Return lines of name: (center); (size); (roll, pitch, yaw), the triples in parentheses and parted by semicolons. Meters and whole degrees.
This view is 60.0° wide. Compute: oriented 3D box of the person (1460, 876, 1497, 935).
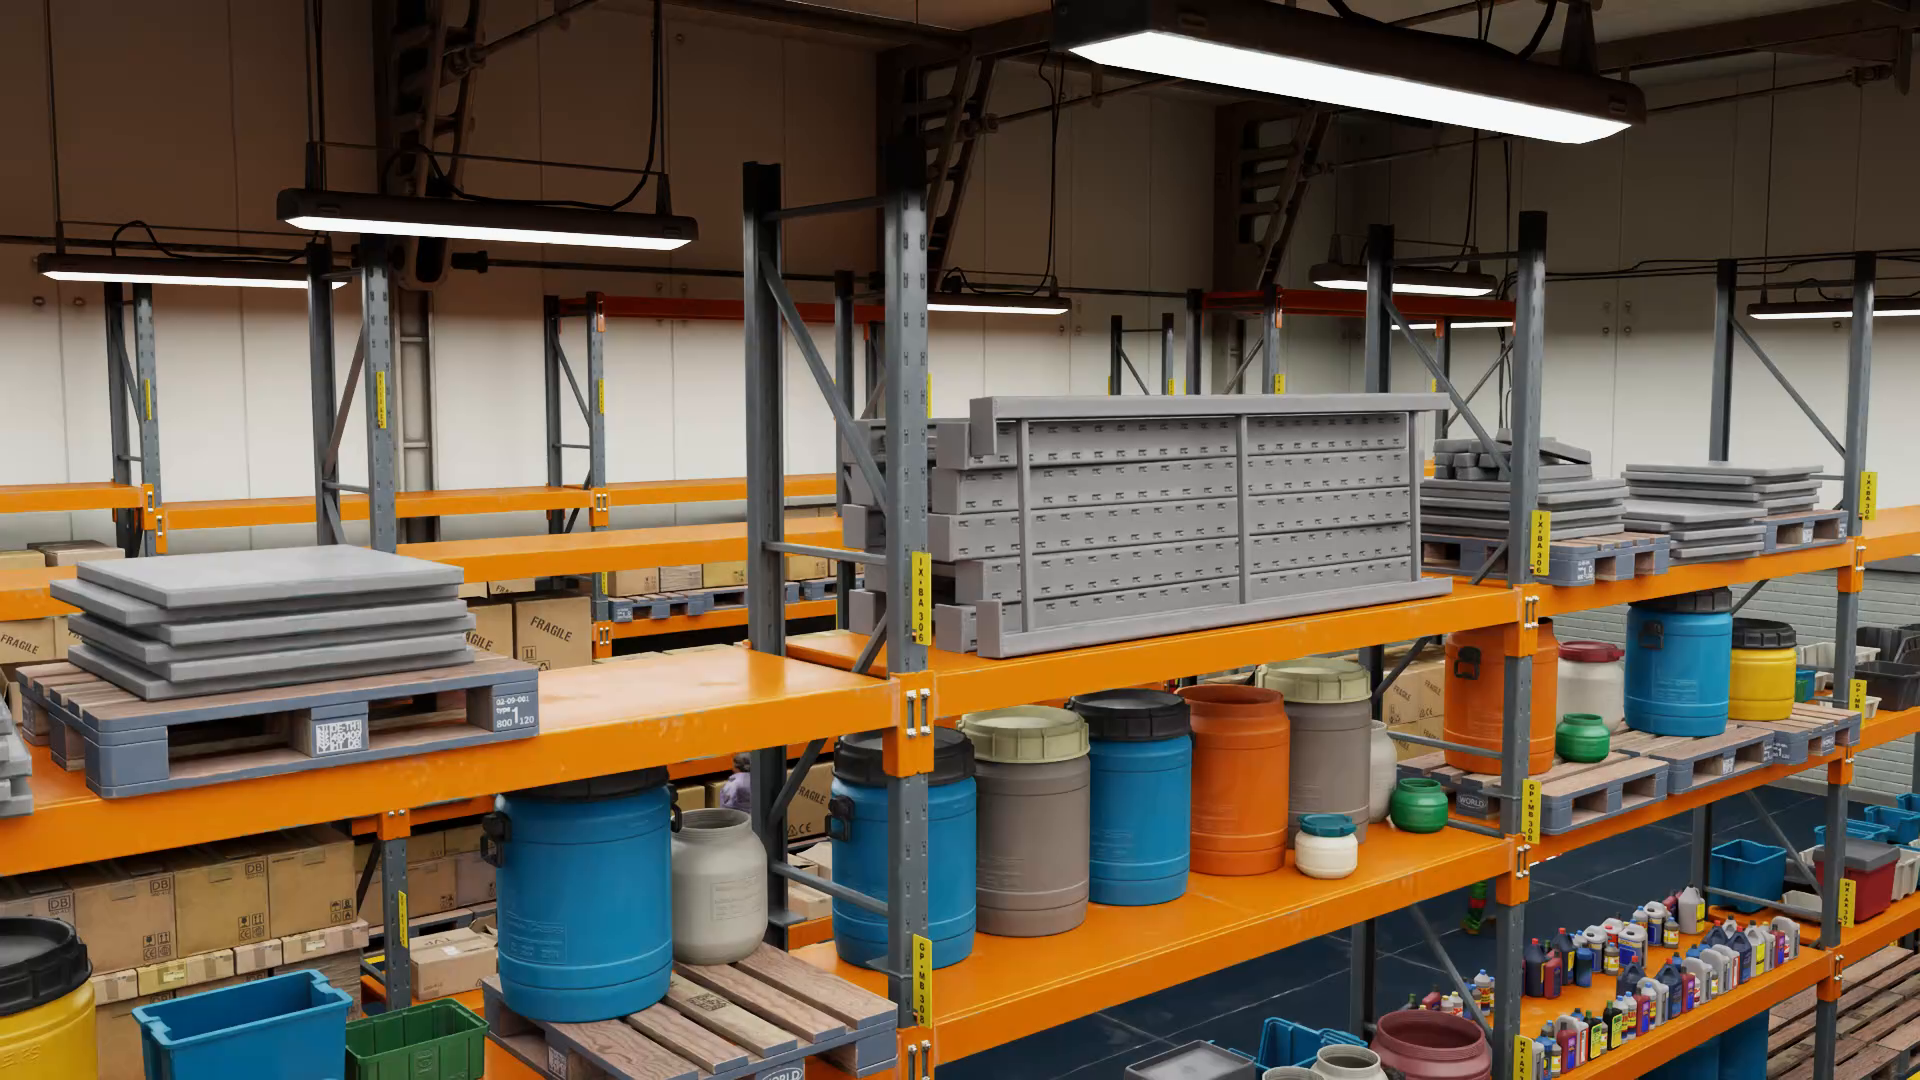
person: (4.935, 2.787, 15.507); (0.612, 1.788, 0.487); (-3, 6, -31)

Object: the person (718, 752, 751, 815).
person: (-2.110, 2.839, 15.831); (0.352, 1.693, 0.534); (4, 7, 37)
